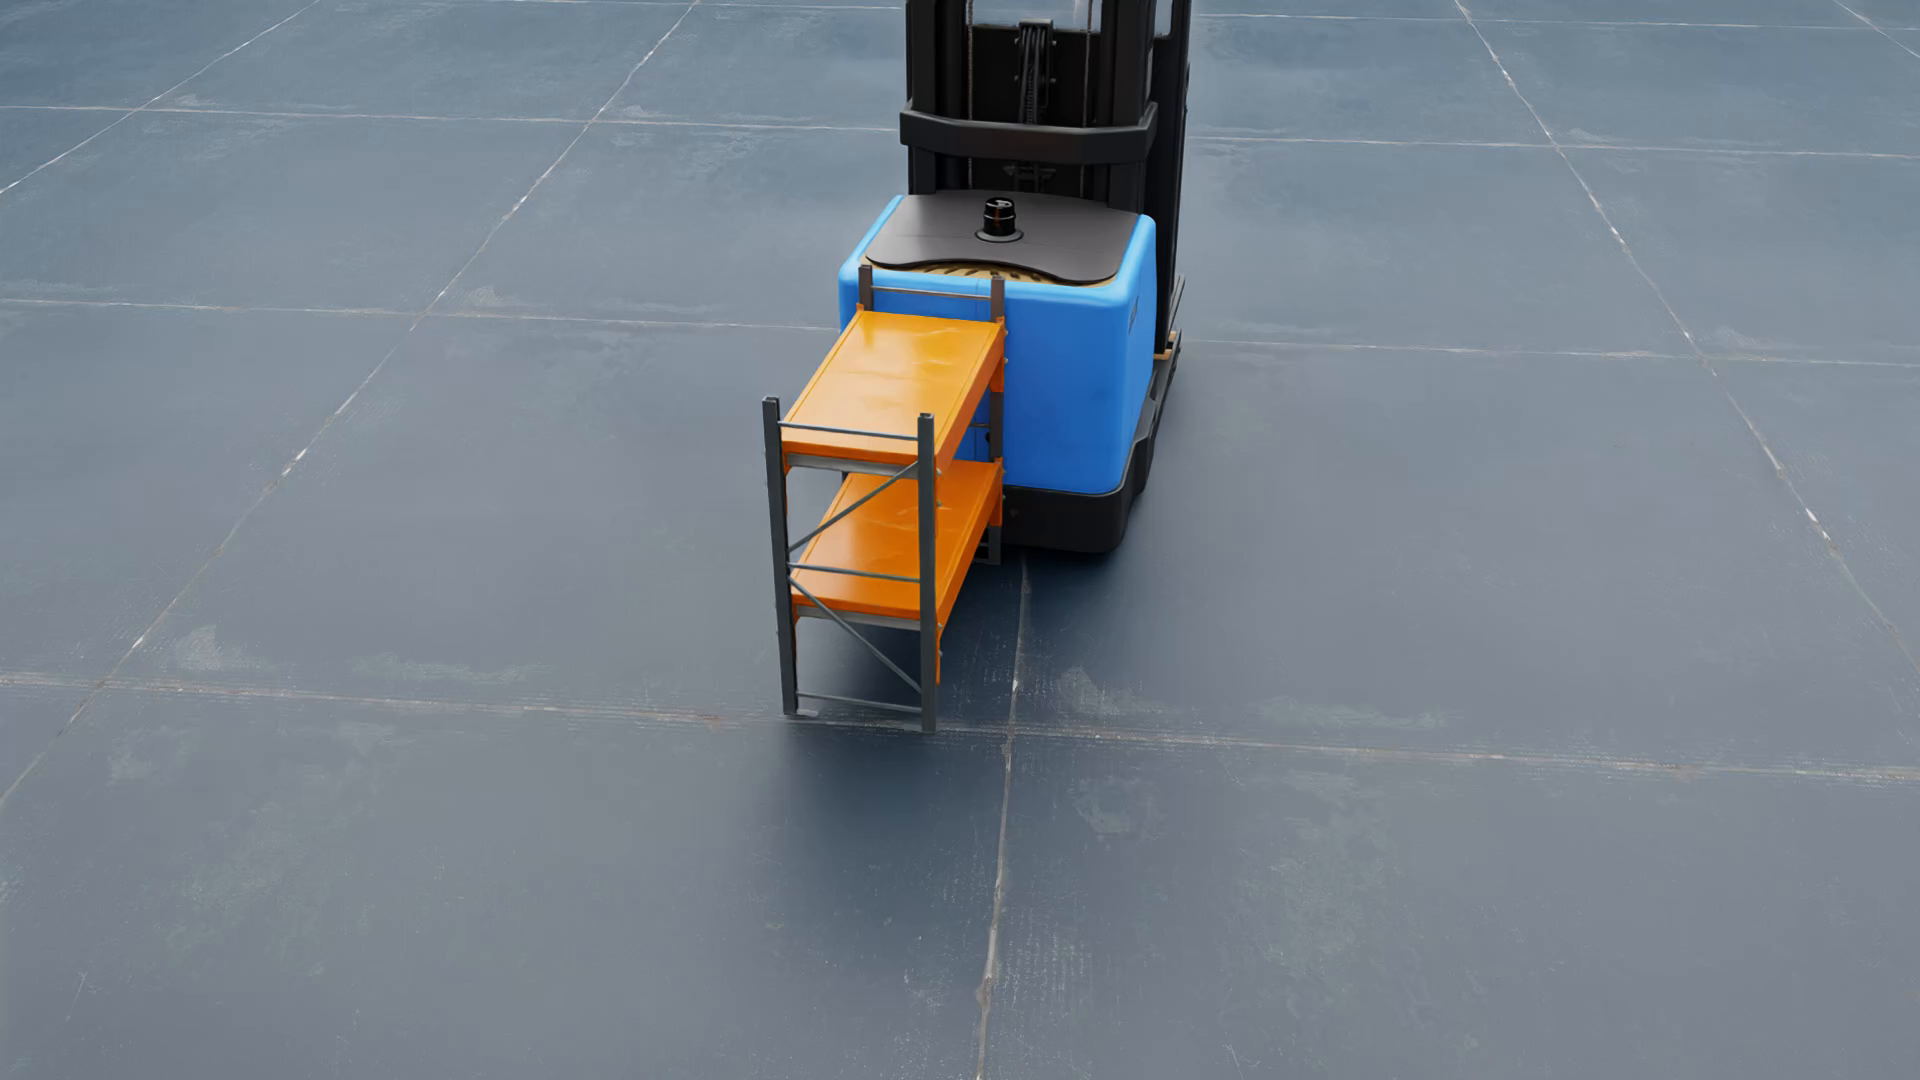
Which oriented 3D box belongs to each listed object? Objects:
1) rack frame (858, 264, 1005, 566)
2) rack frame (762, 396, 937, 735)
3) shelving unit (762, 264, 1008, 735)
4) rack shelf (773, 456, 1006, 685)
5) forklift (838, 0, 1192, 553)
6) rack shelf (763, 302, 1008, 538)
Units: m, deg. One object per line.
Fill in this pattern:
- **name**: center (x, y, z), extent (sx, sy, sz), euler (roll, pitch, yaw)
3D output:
- **rack frame**: center (-0.096, -0.419, 5.858), extent (0.500, 1.125, 0.032), euler (7, 32, 11)
- **rack frame**: center (-0.320, 0.101, 5.013), extent (0.500, 1.125, 0.032), euler (7, 32, 11)
- **shelving unit**: center (-0.208, -0.159, 5.436), extent (0.538, 1.125, 1.048), euler (7, 32, 11)
- **rack shelf**: center (-0.208, 0.049, 5.564), extent (0.538, 0.278, 1.000), euler (7, 32, 11)
- **forklift**: center (0.385, -1.962, 6.640), extent (1.130, 2.935, 3.031), euler (7, 32, 11)
- **rack shelf**: center (-0.208, -0.408, 5.282), extent (0.538, 0.278, 1.000), euler (7, 32, 11)
